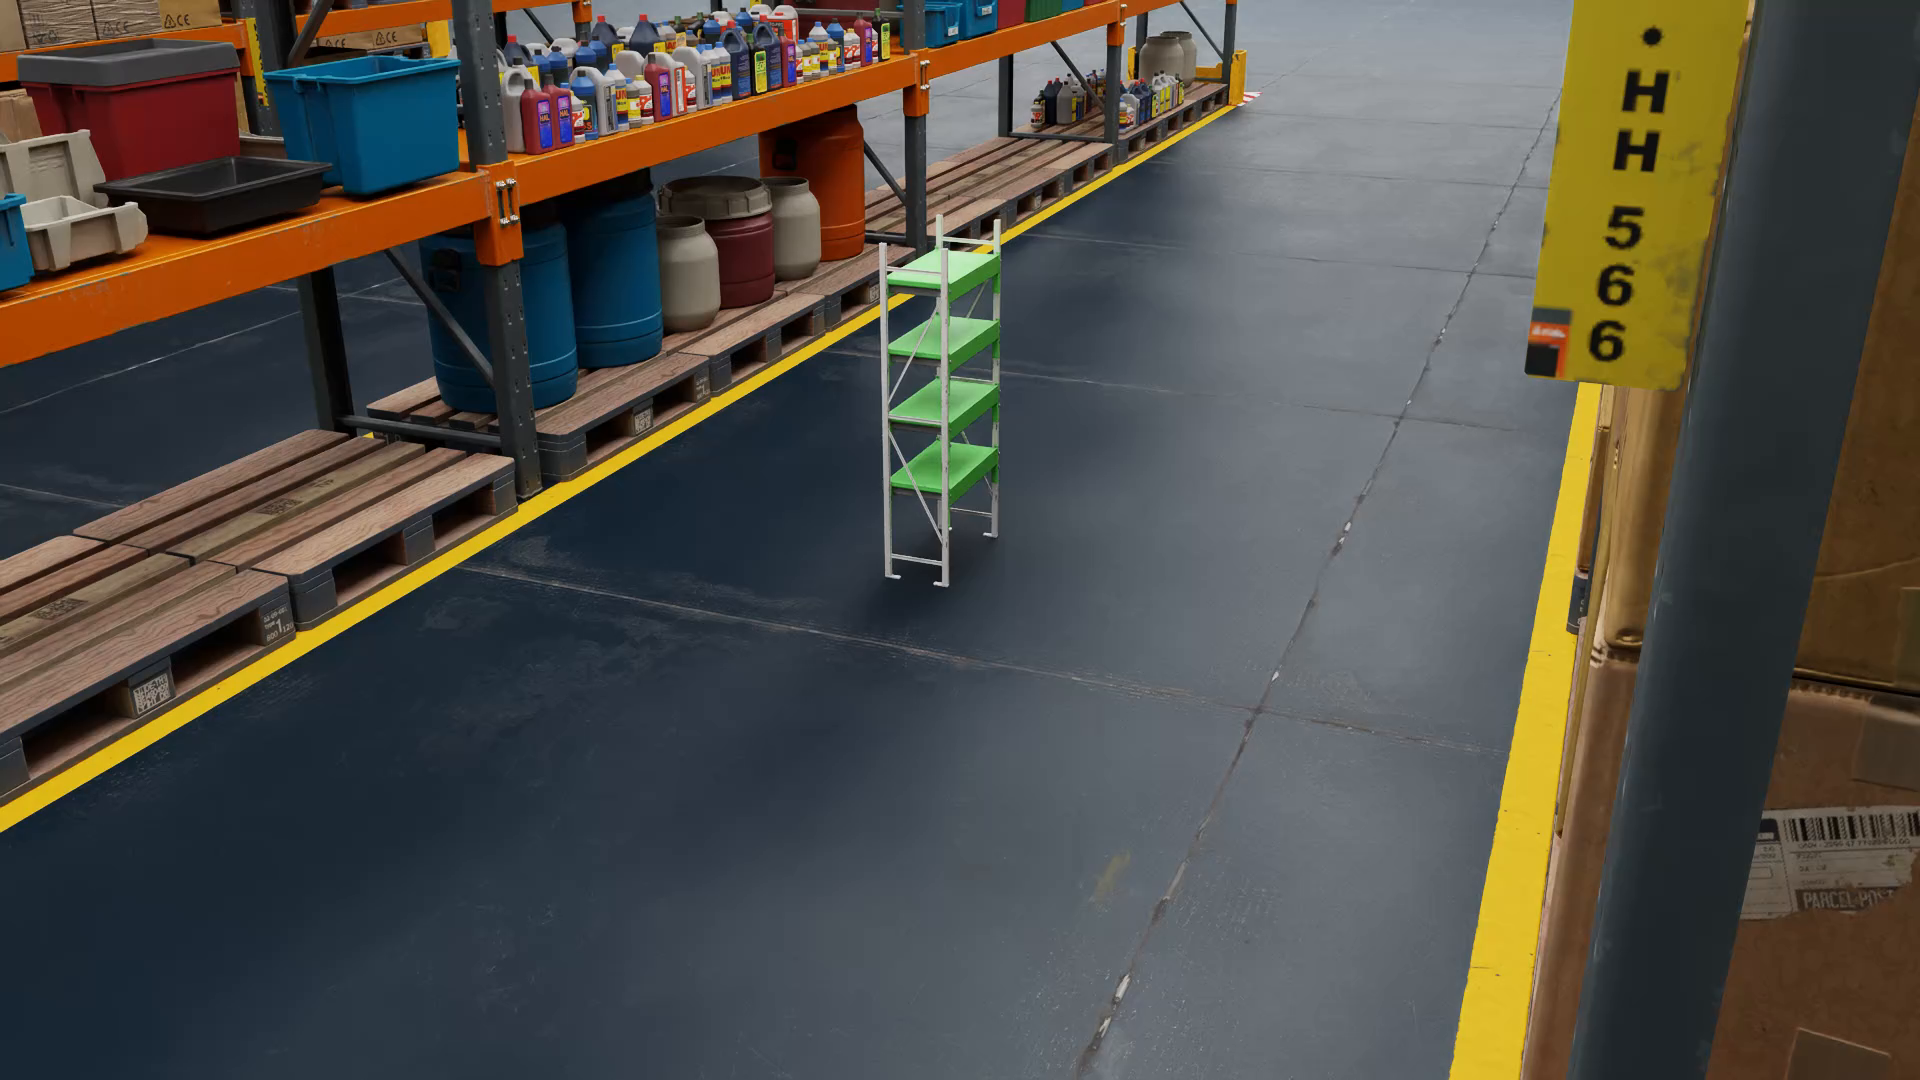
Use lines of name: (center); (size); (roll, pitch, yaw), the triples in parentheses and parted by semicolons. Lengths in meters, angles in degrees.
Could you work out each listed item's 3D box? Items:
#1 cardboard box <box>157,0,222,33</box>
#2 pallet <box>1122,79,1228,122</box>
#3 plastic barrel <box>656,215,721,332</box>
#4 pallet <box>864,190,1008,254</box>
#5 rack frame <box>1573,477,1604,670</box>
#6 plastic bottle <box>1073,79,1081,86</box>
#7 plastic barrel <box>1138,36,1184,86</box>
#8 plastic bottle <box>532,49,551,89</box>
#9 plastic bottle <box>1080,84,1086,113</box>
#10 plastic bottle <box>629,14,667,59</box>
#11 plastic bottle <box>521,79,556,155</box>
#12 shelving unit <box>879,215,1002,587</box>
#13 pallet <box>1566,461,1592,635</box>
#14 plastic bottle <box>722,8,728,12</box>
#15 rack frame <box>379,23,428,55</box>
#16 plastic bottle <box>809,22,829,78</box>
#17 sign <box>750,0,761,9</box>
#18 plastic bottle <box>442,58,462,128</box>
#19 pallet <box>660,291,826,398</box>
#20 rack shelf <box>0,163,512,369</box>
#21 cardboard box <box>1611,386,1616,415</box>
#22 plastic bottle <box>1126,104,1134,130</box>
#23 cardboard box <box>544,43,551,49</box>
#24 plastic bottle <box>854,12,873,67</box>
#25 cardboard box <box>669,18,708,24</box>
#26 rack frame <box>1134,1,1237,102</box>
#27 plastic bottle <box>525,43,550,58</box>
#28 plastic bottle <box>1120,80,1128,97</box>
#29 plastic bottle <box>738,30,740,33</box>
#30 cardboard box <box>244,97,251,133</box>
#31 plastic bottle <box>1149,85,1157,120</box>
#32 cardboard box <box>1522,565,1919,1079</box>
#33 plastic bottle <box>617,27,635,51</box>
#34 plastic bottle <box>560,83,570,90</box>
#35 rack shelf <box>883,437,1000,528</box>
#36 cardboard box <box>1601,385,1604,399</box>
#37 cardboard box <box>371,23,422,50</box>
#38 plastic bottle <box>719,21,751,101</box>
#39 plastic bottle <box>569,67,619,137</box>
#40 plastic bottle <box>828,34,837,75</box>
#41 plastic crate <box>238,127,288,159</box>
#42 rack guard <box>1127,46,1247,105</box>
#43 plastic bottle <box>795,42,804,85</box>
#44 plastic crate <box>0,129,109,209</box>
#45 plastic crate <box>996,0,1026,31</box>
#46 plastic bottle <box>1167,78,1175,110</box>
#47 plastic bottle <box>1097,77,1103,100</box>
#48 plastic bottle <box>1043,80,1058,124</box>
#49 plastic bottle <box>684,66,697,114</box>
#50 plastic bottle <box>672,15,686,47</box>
cardboard box: (-5.238, -3.606, 10.860); (0.500, 0.500, 0.500); (10, 25, 22)
pallet: (1.994, -4.315, 16.305); (1.003, 0.211, 1.213); (9, 24, 20)
plastic barrel: (-1.398, -1.312, 8.181); (0.421, 0.512, 0.421); (0, 23, 0)
pallet: (-0.362, -2.047, 10.877); (1.003, 0.211, 1.213); (9, 24, 20)
rack frame: (2.426, -0.920, 4.562); (1.000, 3.000, 0.127); (9, 24, 20)
plastic bottle: (1.027, -3.954, 14.786); (0.152, 0.276, 0.135); (9, 24, 21)
plastic barrel: (1.926, -4.545, 15.923); (0.421, 0.512, 0.421); (0, 23, 0)
plastic bottle: (-1.880, -2.059, 7.454); (0.097, 0.271, 0.097); (0, 23, 0)
plastic bottle: (1.067, -3.894, 14.634); (0.061, 0.283, 0.133); (9, 24, 20)
plastic bottle: (-1.534, -2.405, 8.179); (0.144, 0.351, 0.185); (9, 24, 20)
plastic bottle: (-1.639, -1.647, 6.453); (0.061, 0.283, 0.133); (9, 24, 20)
shelving unit: (-0.062, -0.494, 5.877); (0.258, 1.200, 0.503); (9, 24, 20)
pallet: (2.693, 0.070, 5.809); (1.003, 0.211, 1.213); (9, 24, 20)
plastic bottle: (-1.311, -2.789, 9.186); (0.061, 0.283, 0.133); (9, 24, 20)
rack frame: (-6.880, -7.381, 20.028); (1.000, 3.000, 0.127); (9, 24, 20)
plastic bottle: (-0.730, -2.537, 8.598); (0.097, 0.271, 0.097); (0, 23, 0)
sign: (-1.199, -3.214, 9.841); (0.100, 0.325, 0.005); (9, 24, 20)
plastic bottle: (-2.190, -1.892, 7.048); (0.152, 0.276, 0.135); (9, 24, 20)
pallet: (-1.395, -1.052, 8.496); (1.003, 0.211, 1.213); (9, 24, 20)
rack shelf: (-2.915, -0.583, 4.688); (1.077, 0.370, 4.000); (9, 24, 20)
cardboard box: (1.608, -0.461, 3.332); (0.500, 0.500, 0.500); (9, 24, 20)
plastic bottle: (1.401, -3.530, 13.868); (0.097, 0.201, 0.097); (0, 23, 0)
cardboard box: (-3.613, -4.381, 15.544); (0.500, 0.500, 0.500); (8, 24, 18)
plastic bottle: (-0.526, -2.720, 9.022); (0.061, 0.283, 0.133); (9, 24, 20)
cardboard box: (-2.751, -5.235, 17.589); (0.500, 0.500, 0.500); (16, 28, 34)
rack frame: (2.286, -5.925, 16.543); (1.000, 3.000, 0.127); (9, 24, 20)
plastic bottle: (-1.952, -2.120, 7.595); (0.152, 0.276, 0.135); (9, 24, 20)
plastic bottle: (1.351, -3.725, 14.141); (0.144, 0.351, 0.185); (9, 24, 20)
plastic bottle: (-1.067, -2.348, 8.131); (0.061, 0.283, 0.133); (9, 24, 20)
cardboard box: (-5.054, -3.064, 12.365); (0.700, 0.500, 0.500); (7, 24, 17)
plastic bottle: (1.655, -3.793, 14.393); (0.061, 0.283, 0.133); (10, 25, 22)
cardboard box: (0.854, 0.266, 1.593); (0.500, 0.500, 0.500); (10, 25, 22)
plastic bottle: (-1.662, -2.400, 8.265); (0.152, 0.276, 0.135); (9, 24, 20)
plastic bottle: (-1.633, -1.792, 6.907); (0.097, 0.201, 0.097); (0, 23, 0)
rack shelf: (-0.061, -0.214, 5.994); (0.258, 0.148, 0.480); (9, 24, 20)
cardboard box: (2.908, -0.725, 6.766); (0.500, 0.500, 0.500); (8, 24, 18)
cardboard box: (-7.071, -6.342, 19.753); (0.875, 0.875, 0.875); (9, 24, 20)
plastic bottle: (-1.081, -2.260, 7.832); (0.144, 0.351, 0.185); (9, 24, 20)
plastic bottle: (-1.510, -1.816, 6.866); (0.152, 0.276, 0.135); (9, 24, 20)
plastic bottle: (-0.694, -2.539, 8.695); (0.097, 0.201, 0.097); (0, 23, 0)
plastic crate: (-2.477, -1.391, 5.952); (0.396, 0.136, 0.243); (9, 24, 20)
rack guard: (2.301, -4.738, 16.944); (1.175, 0.500, 0.348); (9, 24, 20)
plastic bottle: (-0.839, -2.400, 8.361); (0.097, 0.201, 0.097); (0, 23, 0)
plastic crate: (-2.910, -1.084, 5.029); (0.437, 0.282, 0.530); (9, 24, 20)
plastic crate: (0.198, -3.626, 10.957); (0.402, 0.464, 0.583); (9, 24, 20)
plastic bottle: (1.840, -4.015, 14.934); (0.152, 0.276, 0.135); (8, 24, 19)
plastic bottle: (1.284, -4.196, 15.463); (0.097, 0.201, 0.097); (0, 23, 0)
plastic bottle: (0.772, -3.746, 14.193); (0.144, 0.351, 0.185); (8, 24, 19)
plastic bottle: (-1.234, -2.019, 7.450); (0.097, 0.201, 0.097); (0, 23, 0)
plastic bottle: (-1.496, -2.610, 8.759); (0.061, 0.283, 0.133); (9, 24, 20)
